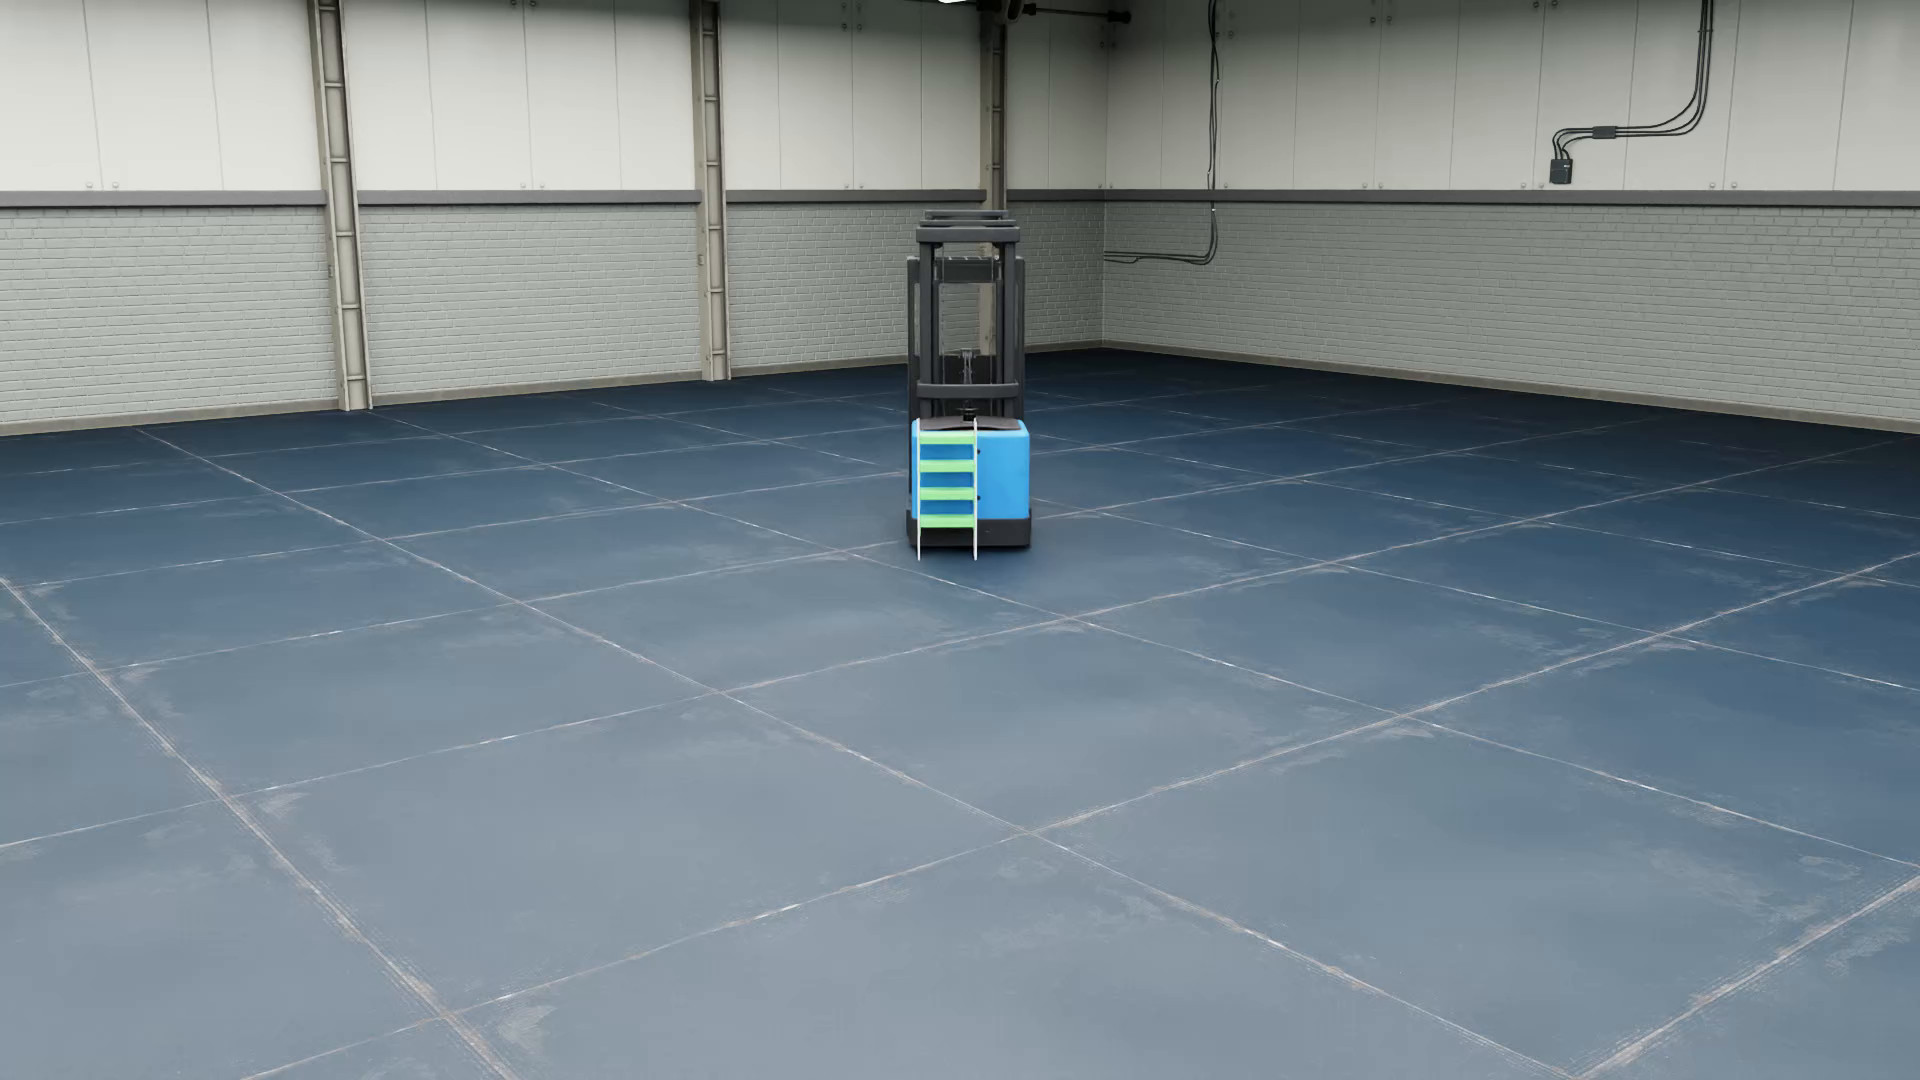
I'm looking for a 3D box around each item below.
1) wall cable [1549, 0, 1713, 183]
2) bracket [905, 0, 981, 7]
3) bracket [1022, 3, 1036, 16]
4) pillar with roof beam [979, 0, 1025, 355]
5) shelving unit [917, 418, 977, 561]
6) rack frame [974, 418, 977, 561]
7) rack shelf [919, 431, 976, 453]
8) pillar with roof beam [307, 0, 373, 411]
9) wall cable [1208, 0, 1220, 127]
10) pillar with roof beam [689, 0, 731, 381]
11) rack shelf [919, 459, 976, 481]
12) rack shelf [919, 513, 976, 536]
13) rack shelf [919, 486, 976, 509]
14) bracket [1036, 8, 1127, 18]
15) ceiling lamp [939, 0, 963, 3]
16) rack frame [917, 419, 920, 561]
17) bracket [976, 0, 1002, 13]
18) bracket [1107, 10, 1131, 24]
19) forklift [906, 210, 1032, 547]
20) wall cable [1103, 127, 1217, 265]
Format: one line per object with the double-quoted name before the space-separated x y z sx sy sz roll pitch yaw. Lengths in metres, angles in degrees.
"wall cable" 9.659 -8.153 23.672 0.169 6.003 2.305 -9 15 -38
"bracket" -1.500 -9.178 28.023 4.783 0.066 0.076 -9 15 -38
"bracket" 1.161 -9.620 30.104 0.430 0.232 0.235 -9 15 -38
"pillar with roof beam" 3.304 -7.165 27.208 0.548 9.000 9.100 -9 15 -38
"shelving unit" -0.111 -0.430 14.267 0.503 1.200 0.258 0 12 -2
"rack frame" 0.133 -0.432 14.274 0.015 1.200 0.240 0 12 -2
"rack shelf" -0.111 -0.837 14.180 0.480 0.148 0.258 0 12 -2
"pillar with roof beam" -6.066 -5.608 19.875 0.400 9.000 9.100 -9 15 -38
"wall cable" 5.431 -8.544 29.018 0.112 2.526 3.097 -9 15 -38
"pillar with roof beam" -1.381 -6.387 23.541 0.548 9.000 9.100 -9 15 -38
"rack shelf" -0.111 -0.603 14.230 0.480 0.148 0.258 0 12 -2
"rack shelf" -0.111 -0.133 14.330 0.480 0.148 0.258 0 12 -2
"rack shelf" -0.111 -0.368 14.280 0.480 0.148 0.258 0 12 -2
"bracket" 2.550 -9.851 31.192 3.189 0.066 0.076 -9 15 -38
"ceiling lamp" 0.564 -9.447 23.900 0.800 3.185 2.000 -9 15 -38
"rack frame" -0.355 -0.429 14.259 0.015 1.200 0.240 0 12 -2
"bracket" 0.512 -9.513 29.597 0.430 0.232 0.235 -9 15 -38
"bracket" 3.011 -9.928 31.553 0.430 0.232 0.235 -9 15 -38
"forklift" 0.049 -1.624 15.719 1.130 2.935 3.031 0 12 -2
"wall cable" 3.741 -6.512 31.609 0.112 2.526 3.097 -9 15 -38
